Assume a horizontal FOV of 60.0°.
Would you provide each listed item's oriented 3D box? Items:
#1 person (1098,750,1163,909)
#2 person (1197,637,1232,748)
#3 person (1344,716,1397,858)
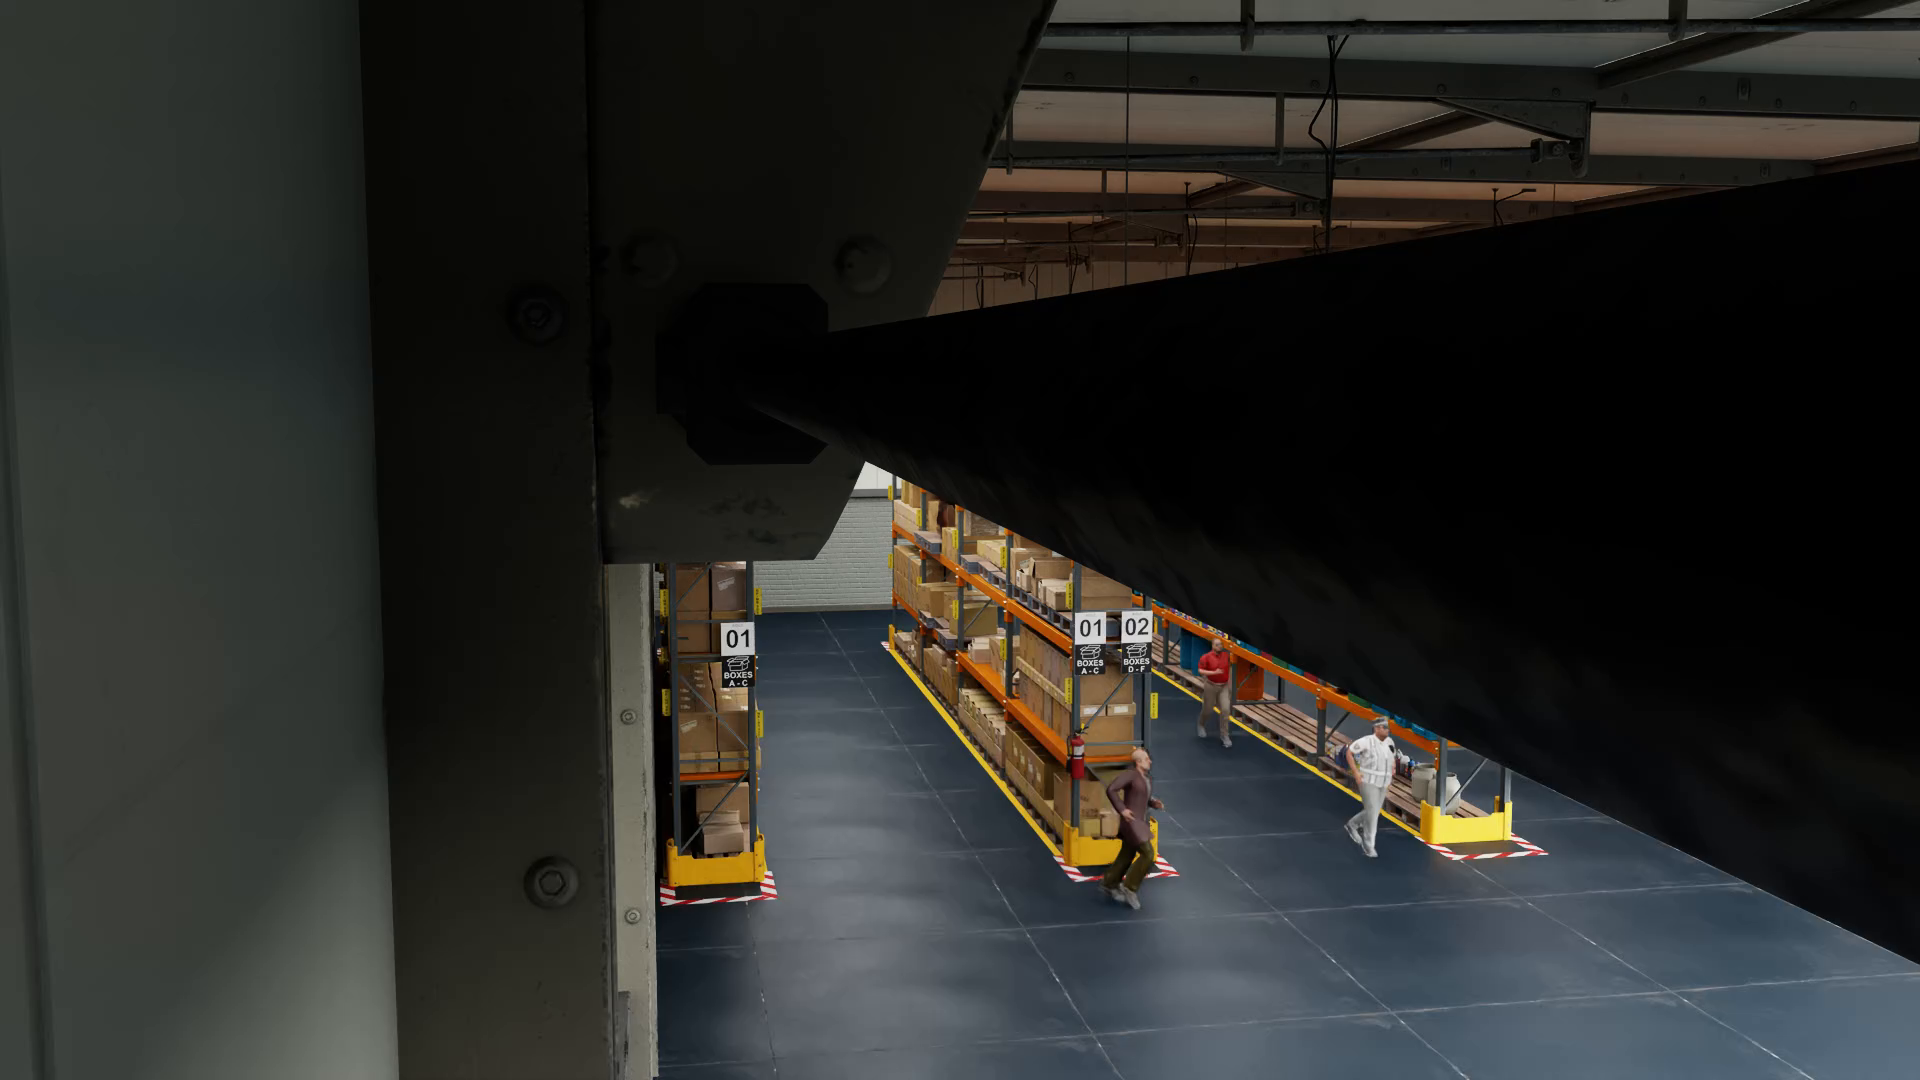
[{"bbox_3d":[2.023,3.357,19.534,0.748,1.798,0.719,2,7,21],"label":"person"},{"bbox_3d":[4.219,2.482,27.549,0.681,1.764,0.908,-2,6,-17],"label":"person"},{"bbox_3d":[5.342,3.172,21.561,0.705,1.842,0.792,-3,7,-29],"label":"person"}]
